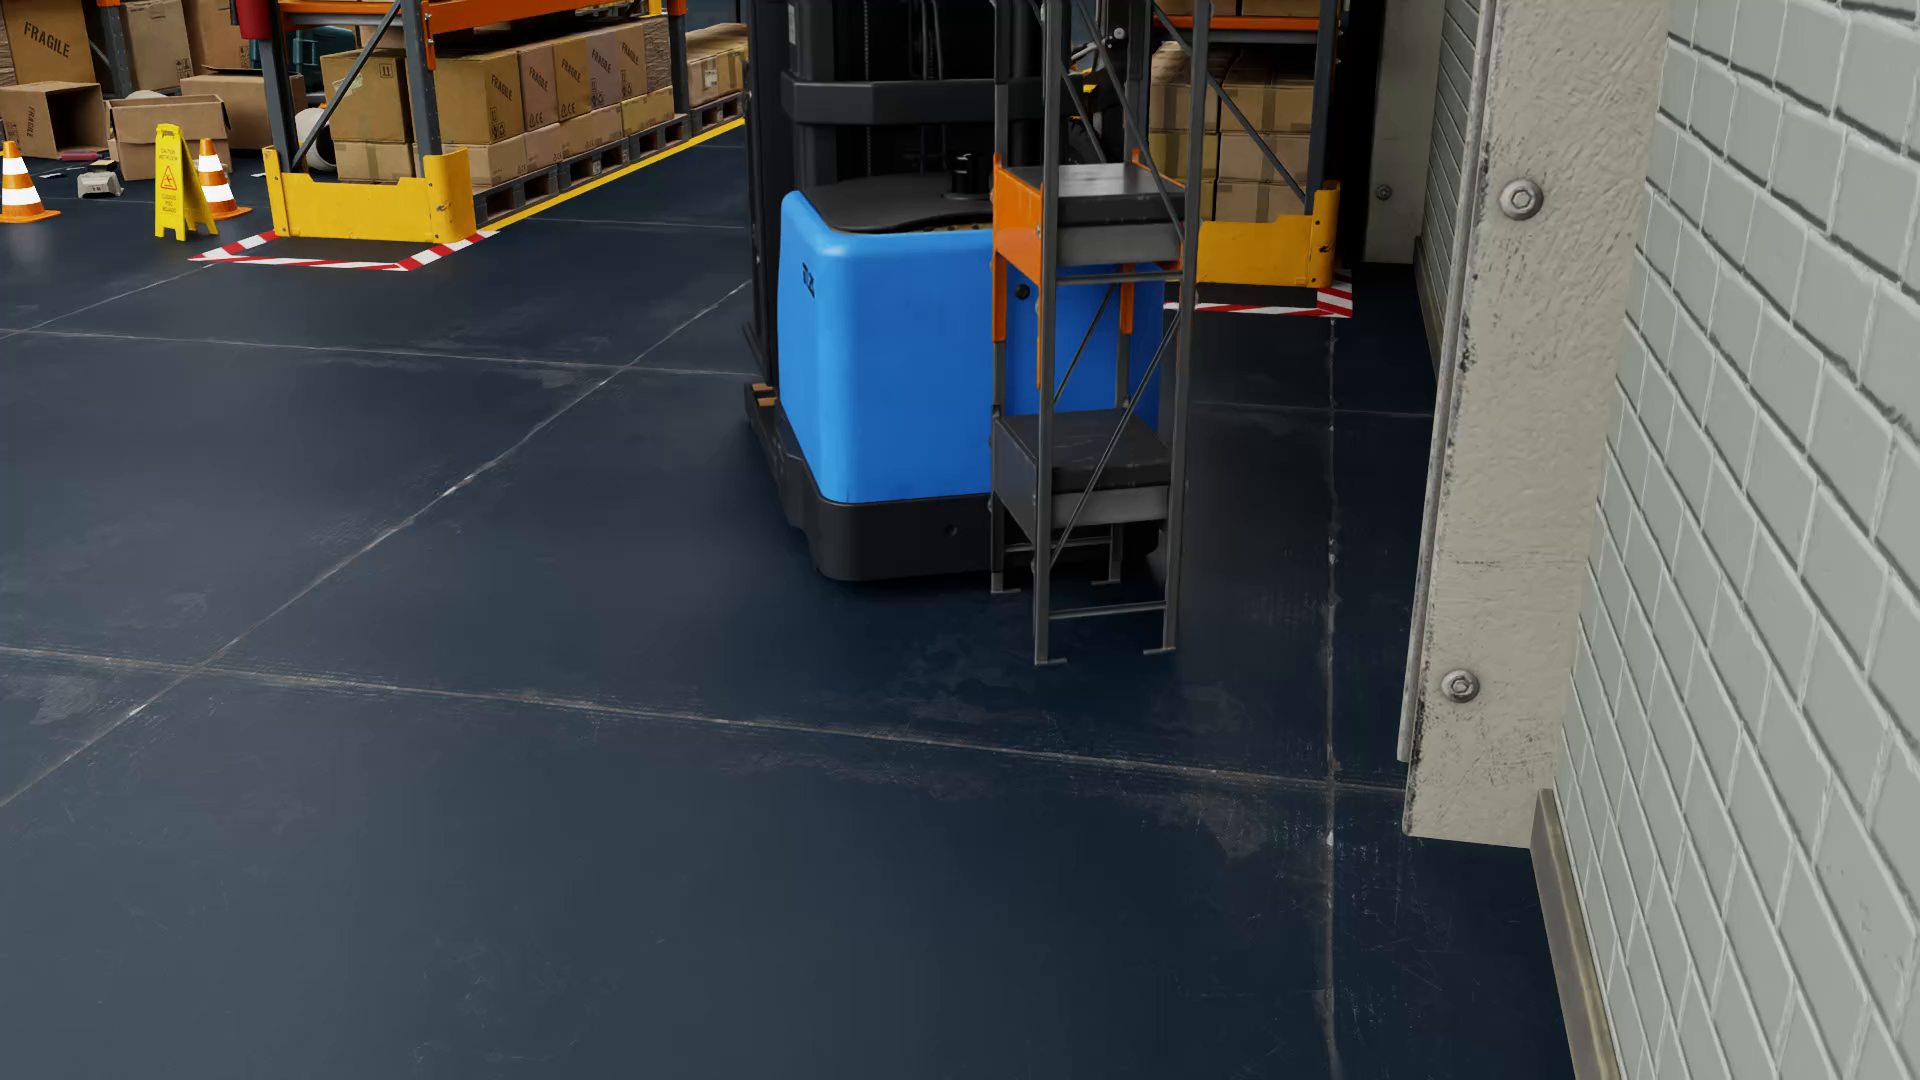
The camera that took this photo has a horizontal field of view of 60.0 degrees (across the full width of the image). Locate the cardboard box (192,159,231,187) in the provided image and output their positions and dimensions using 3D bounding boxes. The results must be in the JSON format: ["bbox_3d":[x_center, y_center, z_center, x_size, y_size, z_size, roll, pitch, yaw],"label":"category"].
[{"bbox_3d":[-5.188,-2.489,11.336,0.380,0.149,0.250,18,28,38],"label":"cardboard box"}]

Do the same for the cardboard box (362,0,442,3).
[{"bbox_3d":[-3.206,-3.171,9.547,0.380,0.149,0.250,5,22,11],"label":"cardboard box"}]

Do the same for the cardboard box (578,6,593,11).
[{"bbox_3d":[-5.282,-7.366,22.883,0.380,0.149,0.250,4,22,9],"label":"cardboard box"}]

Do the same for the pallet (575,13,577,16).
[{"bbox_3d":[-5.793,-6.863,22.111,1.003,0.211,1.213,4,22,11],"label":"pallet"}]

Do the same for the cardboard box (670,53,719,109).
[{"bbox_3d":[-2.557,-3.810,13.753,0.950,0.372,0.625,5,22,12],"label":"cardboard box"}]

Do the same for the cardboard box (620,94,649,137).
[{"bbox_3d":[-2.618,-3.129,12.225,0.500,0.250,0.500,4,22,9],"label":"cardboard box"}]

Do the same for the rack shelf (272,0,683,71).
[{"bbox_3d":[-3.070,-3.576,11.182,1.077,0.370,4.000,4,22,11],"label":"rack shelf"}]

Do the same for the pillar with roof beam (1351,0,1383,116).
[{"bbox_3d":[-0.583,-8.293,13.899,9.100,9.000,0.400,4,22,11],"label":"pillar with roof beam"}]

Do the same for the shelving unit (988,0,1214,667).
[{"bbox_3d":[0.343,-0.738,4.376,0.431,2.100,0.503,-5,22,-12],"label":"shelving unit"}]

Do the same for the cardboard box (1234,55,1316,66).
[{"bbox_3d":[1.877,-2.711,9.851,0.500,0.250,0.500,4,22,11],"label":"cardboard box"}]

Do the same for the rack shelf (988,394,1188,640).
[{"bbox_3d":[0.343,-0.076,4.642,0.431,0.518,0.480,-5,22,-12],"label":"rack shelf"}]

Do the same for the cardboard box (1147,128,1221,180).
[{"bbox_3d":[1.176,-2.155,9.138,0.500,0.250,0.500,4,22,10],"label":"cardboard box"}]

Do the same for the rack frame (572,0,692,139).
[{"bbox_3d":[-2.661,-4.642,12.863,1.000,3.000,0.127,4,22,11],"label":"rack frame"}]

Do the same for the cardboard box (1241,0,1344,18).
[{"bbox_3d":[1.755,-3.008,8.674,0.500,0.500,0.500,5,23,13],"label":"cardboard box"}]

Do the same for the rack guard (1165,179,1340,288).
[{"bbox_3d":[1.377,-1.633,8.740,1.175,0.500,0.348,4,22,11],"label":"rack guard"}]

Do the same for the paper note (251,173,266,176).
[{"bbox_3d":[-4.913,-2.593,11.766,0.148,0.019,0.142,13,25,29],"label":"paper note"}]

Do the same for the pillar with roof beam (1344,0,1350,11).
[{"bbox_3d":[1.865,-12.682,24.796,9.100,9.000,0.400,4,22,11],"label":"pillar with roof beam"}]

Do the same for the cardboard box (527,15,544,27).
[{"bbox_3d":[-3.234,-3.785,11.984,0.380,0.149,0.250,5,23,13],"label":"cardboard box"}]

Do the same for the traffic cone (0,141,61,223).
[{"bbox_3d":[-5.809,-2.218,10.241,0.336,0.463,0.334,4,22,11],"label":"traffic cone"}]

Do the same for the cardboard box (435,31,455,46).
[{"bbox_3d":[-3.506,-3.291,10.756,0.380,0.149,0.250,5,22,12],"label":"cardboard box"}]

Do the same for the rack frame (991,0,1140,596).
[{"bbox_3d":[0.289,-0.827,4.596,0.400,2.100,0.015,-5,22,-12],"label":"rack frame"}]

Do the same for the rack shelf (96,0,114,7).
[{"bbox_3d":[-7.936,-3.917,12.027,1.077,0.370,4.000,4,22,11],"label":"rack shelf"}]

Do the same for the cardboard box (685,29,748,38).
[{"bbox_3d":[-2.113,-4.604,15.725,0.950,0.372,0.625,4,22,10],"label":"cardboard box"}]

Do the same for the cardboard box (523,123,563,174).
[{"bbox_3d":[-2.931,-2.558,10.809,0.500,0.250,0.500,5,23,13],"label":"cardboard box"}]

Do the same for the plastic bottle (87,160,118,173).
[{"bbox_3d":[-6.148,-2.685,11.938,0.133,0.061,0.283,-3,22,-8],"label":"plastic bottle"}]

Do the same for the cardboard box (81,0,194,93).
[{"bbox_3d":[-7.489,-4.367,14.631,1.050,0.750,0.750,4,22,11],"label":"cardboard box"}]

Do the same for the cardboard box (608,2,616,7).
[{"bbox_3d":[-5.102,-7.653,23.596,0.380,0.149,0.250,3,22,9],"label":"cardboard box"}]

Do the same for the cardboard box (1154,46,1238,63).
[{"bbox_3d":[1.473,-2.934,10.404,0.500,0.250,0.500,4,22,10],"label":"cardboard box"}]

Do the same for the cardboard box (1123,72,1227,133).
[{"bbox_3d":[1.171,-2.377,9.021,0.500,0.250,0.500,5,23,13],"label":"cardboard box"}]

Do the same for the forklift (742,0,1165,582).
[{"bbox_3d":[-0.221,-1.758,5.794,1.130,2.935,3.031,-5,22,-12],"label":"forklift"}]

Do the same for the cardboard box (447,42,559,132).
[{"bbox_3d":[-2.936,-2.920,10.704,0.500,0.500,0.500,4,22,9],"label":"cardboard box"}]

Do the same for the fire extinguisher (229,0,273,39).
[{"bbox_3d":[-3.952,-3.136,9.229,0.296,0.674,0.183,4,22,11],"label":"fire extinguisher"}]

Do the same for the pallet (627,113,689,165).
[{"bbox_3d":[-2.764,-3.100,12.768,1.003,0.211,1.213,4,22,11],"label":"pallet"}]

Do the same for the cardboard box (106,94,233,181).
[{"bbox_3d":[-5.598,-2.856,11.772,0.797,0.503,0.637,-11,25,-26],"label":"cardboard box"}]

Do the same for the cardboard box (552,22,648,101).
[{"bbox_3d":[-2.622,-3.486,12.108,0.500,0.500,0.500,5,22,12],"label":"cardboard box"}]

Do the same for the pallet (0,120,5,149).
[{"bbox_3d":[-8.006,-2.969,12.443,1.003,0.211,1.213,4,22,11],"label":"pallet"}]

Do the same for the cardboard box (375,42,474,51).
[{"bbox_3d":[-3.466,-2.950,10.778,0.500,0.500,0.500,5,23,13],"label":"cardboard box"}]

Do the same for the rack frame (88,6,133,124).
[{"bbox_3d":[-7.528,-4.982,13.709,1.000,3.000,0.127,4,22,11],"label":"rack frame"}]

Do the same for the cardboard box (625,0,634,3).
[{"bbox_3d":[-4.936,-7.933,24.290,0.380,0.149,0.250,5,23,13],"label":"cardboard box"}]

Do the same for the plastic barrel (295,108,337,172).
[{"bbox_3d":[-4.538,-2.855,11.875,0.421,0.421,0.512,-16,27,-35],"label":"plastic barrel"}]

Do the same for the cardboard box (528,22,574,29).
[{"bbox_3d":[-3.144,-3.517,12.186,0.500,0.500,0.500,5,23,13],"label":"cardboard box"}]

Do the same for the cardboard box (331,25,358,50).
[{"bbox_3d":[-6.924,-5.380,17.147,1.050,0.750,0.750,4,22,10],"label":"cardboard box"}]
